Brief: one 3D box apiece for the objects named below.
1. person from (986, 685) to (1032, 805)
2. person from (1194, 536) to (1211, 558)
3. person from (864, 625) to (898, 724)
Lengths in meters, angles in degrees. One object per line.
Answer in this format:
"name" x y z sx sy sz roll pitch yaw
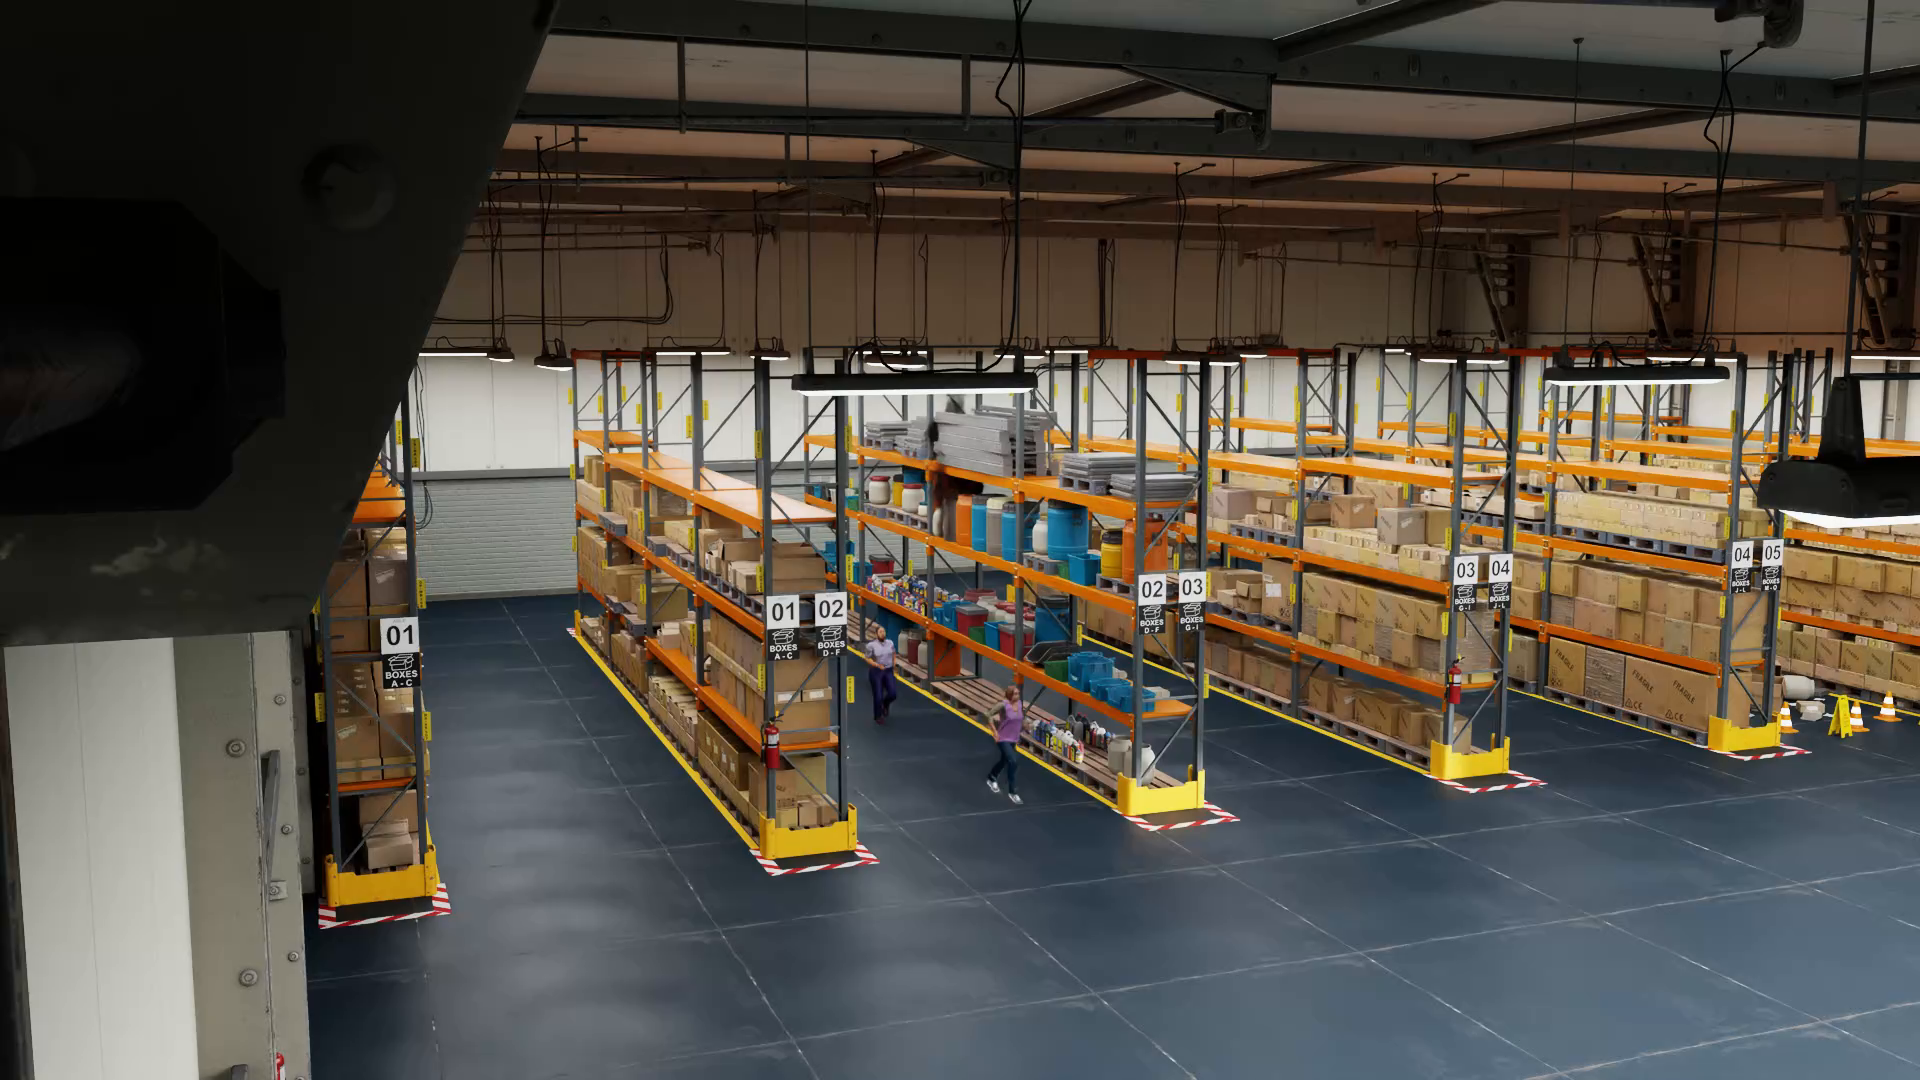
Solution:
"person" 0.639 2.752 22.591 0.829 1.638 0.477 7 10 43
"person" 6.062 0.321 41.658 0.563 1.667 0.579 6 9 38
"person" -1.244 2.232 26.989 0.598 1.524 0.523 -3 8 -23
